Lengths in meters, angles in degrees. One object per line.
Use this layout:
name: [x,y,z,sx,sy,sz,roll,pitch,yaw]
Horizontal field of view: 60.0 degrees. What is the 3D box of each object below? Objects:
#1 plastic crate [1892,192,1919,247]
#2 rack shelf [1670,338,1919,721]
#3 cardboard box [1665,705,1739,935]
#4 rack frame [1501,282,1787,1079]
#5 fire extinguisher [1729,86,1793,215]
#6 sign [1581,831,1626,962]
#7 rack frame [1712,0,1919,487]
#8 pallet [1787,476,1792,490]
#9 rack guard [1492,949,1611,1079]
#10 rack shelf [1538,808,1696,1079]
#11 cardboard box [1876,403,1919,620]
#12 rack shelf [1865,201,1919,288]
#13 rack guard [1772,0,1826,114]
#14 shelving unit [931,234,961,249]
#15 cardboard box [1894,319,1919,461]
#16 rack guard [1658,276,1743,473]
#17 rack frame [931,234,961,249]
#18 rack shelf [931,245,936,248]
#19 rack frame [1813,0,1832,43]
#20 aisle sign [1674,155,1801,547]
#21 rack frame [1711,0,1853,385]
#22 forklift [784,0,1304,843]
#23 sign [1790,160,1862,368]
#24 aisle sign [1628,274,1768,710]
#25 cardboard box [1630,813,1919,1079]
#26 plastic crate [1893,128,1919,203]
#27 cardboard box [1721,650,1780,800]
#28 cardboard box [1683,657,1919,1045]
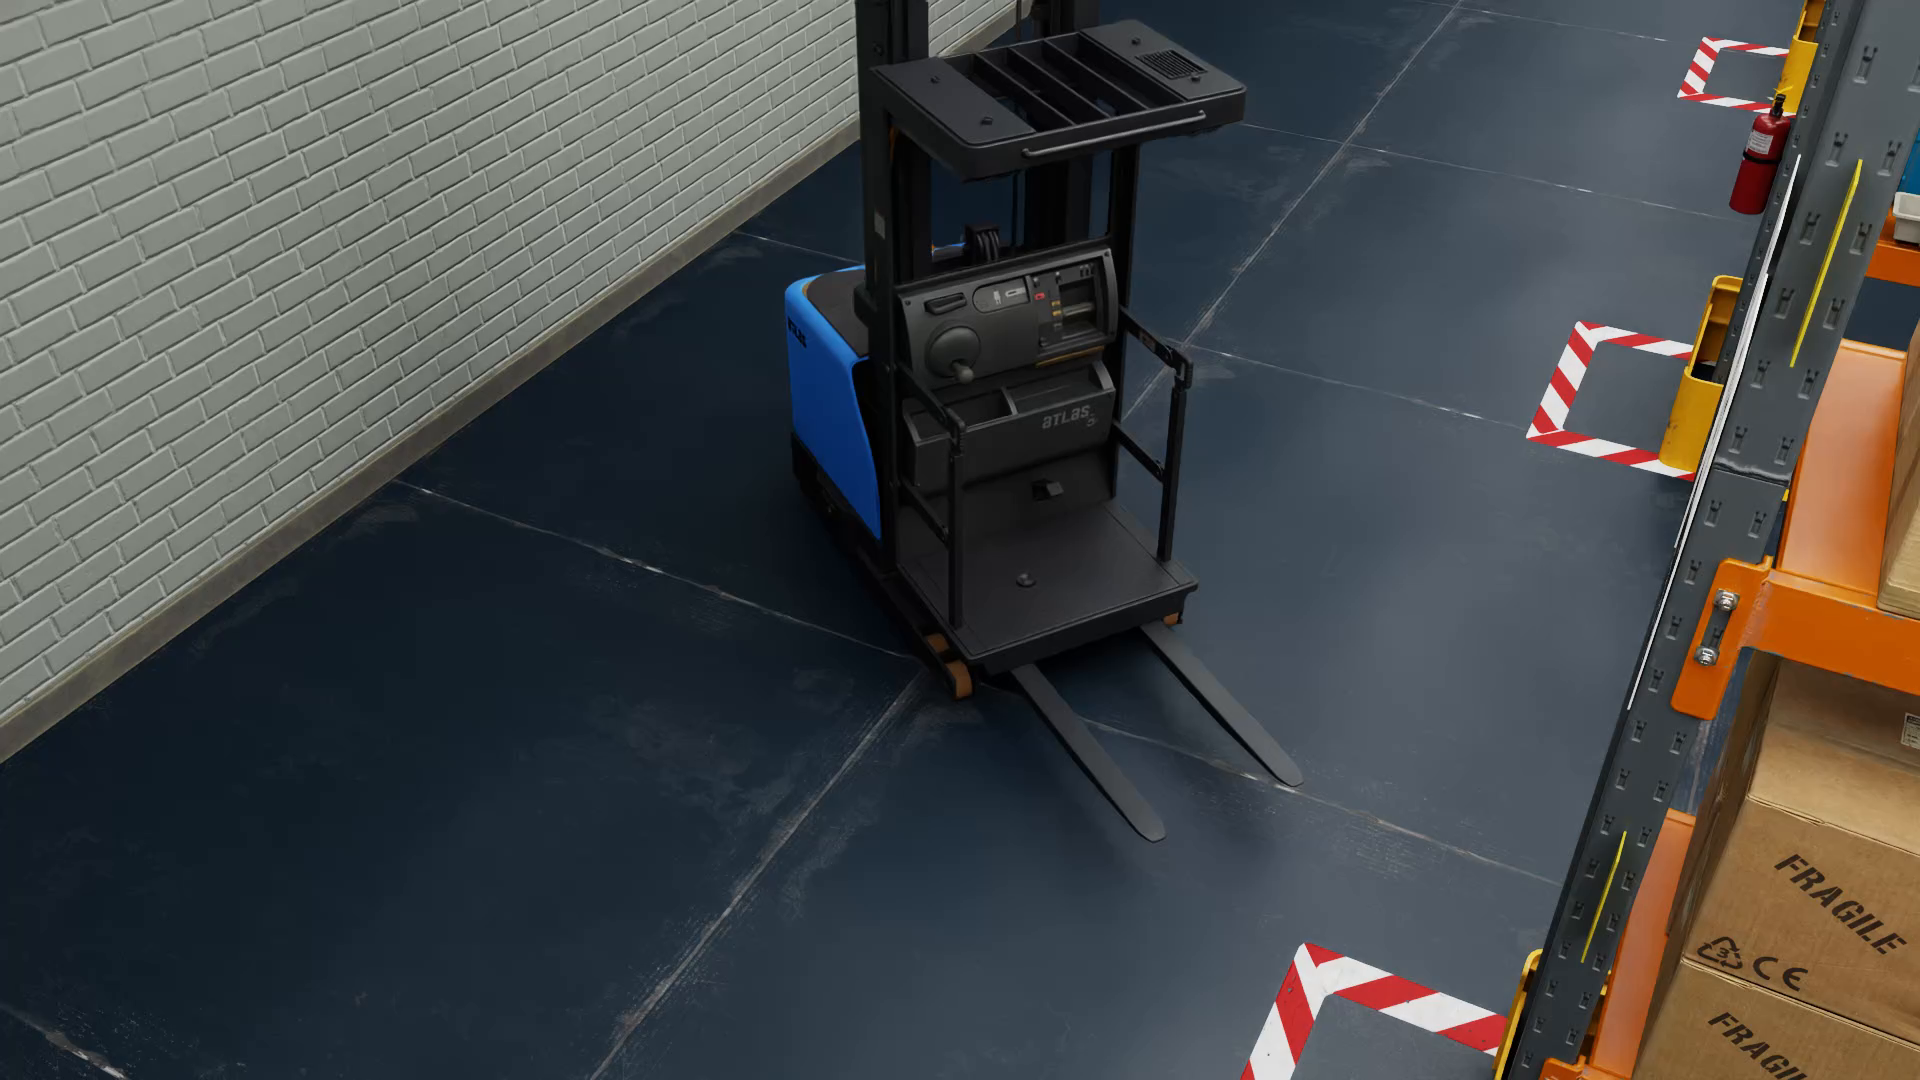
plastic crate: [4.218,-1.382,7.258,0.298,0.136,0.250,17,41,21]
rack shelf: [3.398,0.464,2.772,4.000,0.370,1.077,17,41,21]
cardboard box: [2.145,0.755,4.192,0.500,0.500,0.500,19,41,23]
rack frame: [1.622,0.816,4.194,0.127,3.000,1.000,17,41,21]
fire extinguisher: [3.979,-1.949,8.209,0.183,0.674,0.296,17,41,21]
sign: [1.373,0.763,3.548,0.005,0.325,0.100,17,41,21]
rack frame: [1.622,-1.573,2.380,0.127,3.000,1.000,17,41,21]
pallet: [4.618,-0.481,8.209,1.213,0.211,1.003,17,41,21]
rack guard: [1.690,1.833,4.922,0.348,0.500,1.175,17,41,21]
rack shelf: [3.398,1.659,3.679,4.000,0.370,1.077,17,41,21]
cardboard box: [1.962,-0.039,2.964,0.500,0.250,0.500,17,41,21]
rack shelf: [5.680,-0.999,7.181,4.000,0.370,1.077,17,41,21]
rack guard: [6.160,-3.512,11.964,0.348,0.500,1.175,17,41,21]
shelving unit: [-0.152,-1.055,8.272,0.215,1.050,0.252,-28,45,-31]
cardboard box: [2.200,-0.317,3.330,0.500,0.250,0.500,17,41,21]
rack guard: [3.876,-0.846,8.451,0.348,0.500,1.175,17,41,21]
rack frame: [-0.072,-1.000,8.199,0.200,1.050,0.008,-28,45,-31]
rack shelf: [-0.152,-1.273,8.107,0.215,0.259,0.240,-28,45,-31]
rack frame: [6.181,-4.501,11.199,0.127,3.000,1.000,17,41,21]
aisle sign: [1.703,-0.403,3.649,0.004,0.787,0.394,17,41,21]
rack frame: [3.904,-1.842,7.696,0.127,3.000,1.000,17,41,21]
forklift: [0.304,-0.814,6.398,1.130,2.935,3.031,-17,40,-21]
sign: [1.373,-0.435,2.639,0.005,0.325,0.100,17,41,21]
aisle sign: [1.427,-0.081,3.225,0.004,0.787,0.394,17,41,21]
cardboard box: [1.895,1.041,3.814,0.500,0.500,0.500,18,41,22]
plastic crate: [4.287,-1.887,7.676,0.499,0.435,0.616,17,41,21]
cardboard box: [2.144,0.354,3.893,0.500,0.500,0.500,17,40,21]
cardboard box: [1.895,0.643,3.512,0.500,0.500,0.500,19,41,23]
